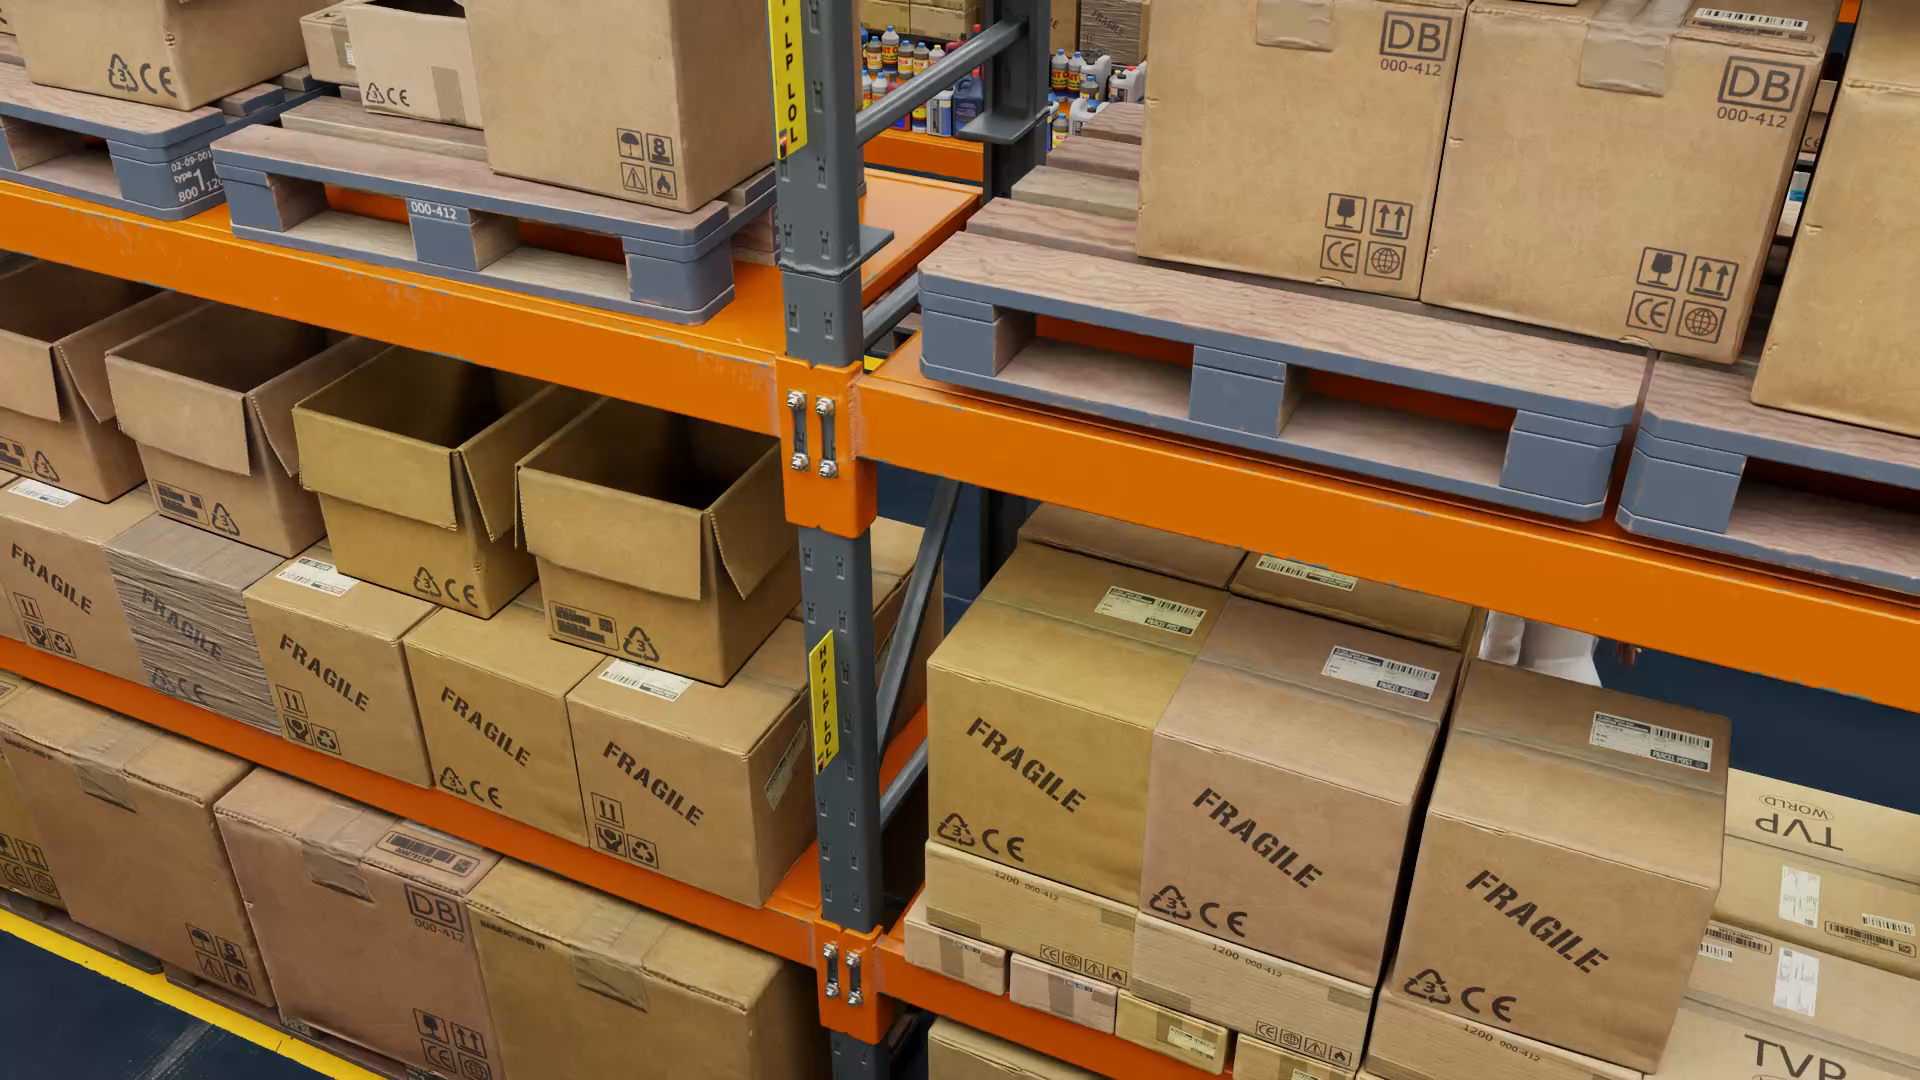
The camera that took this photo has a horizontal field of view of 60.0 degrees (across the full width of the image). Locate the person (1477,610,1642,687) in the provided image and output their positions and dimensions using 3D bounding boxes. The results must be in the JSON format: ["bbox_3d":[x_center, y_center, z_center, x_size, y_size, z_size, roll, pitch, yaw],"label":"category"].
[{"bbox_3d":[2.029,0.414,5.542,0.673,1.832,0.587,17,37,24],"label":"person"}]
